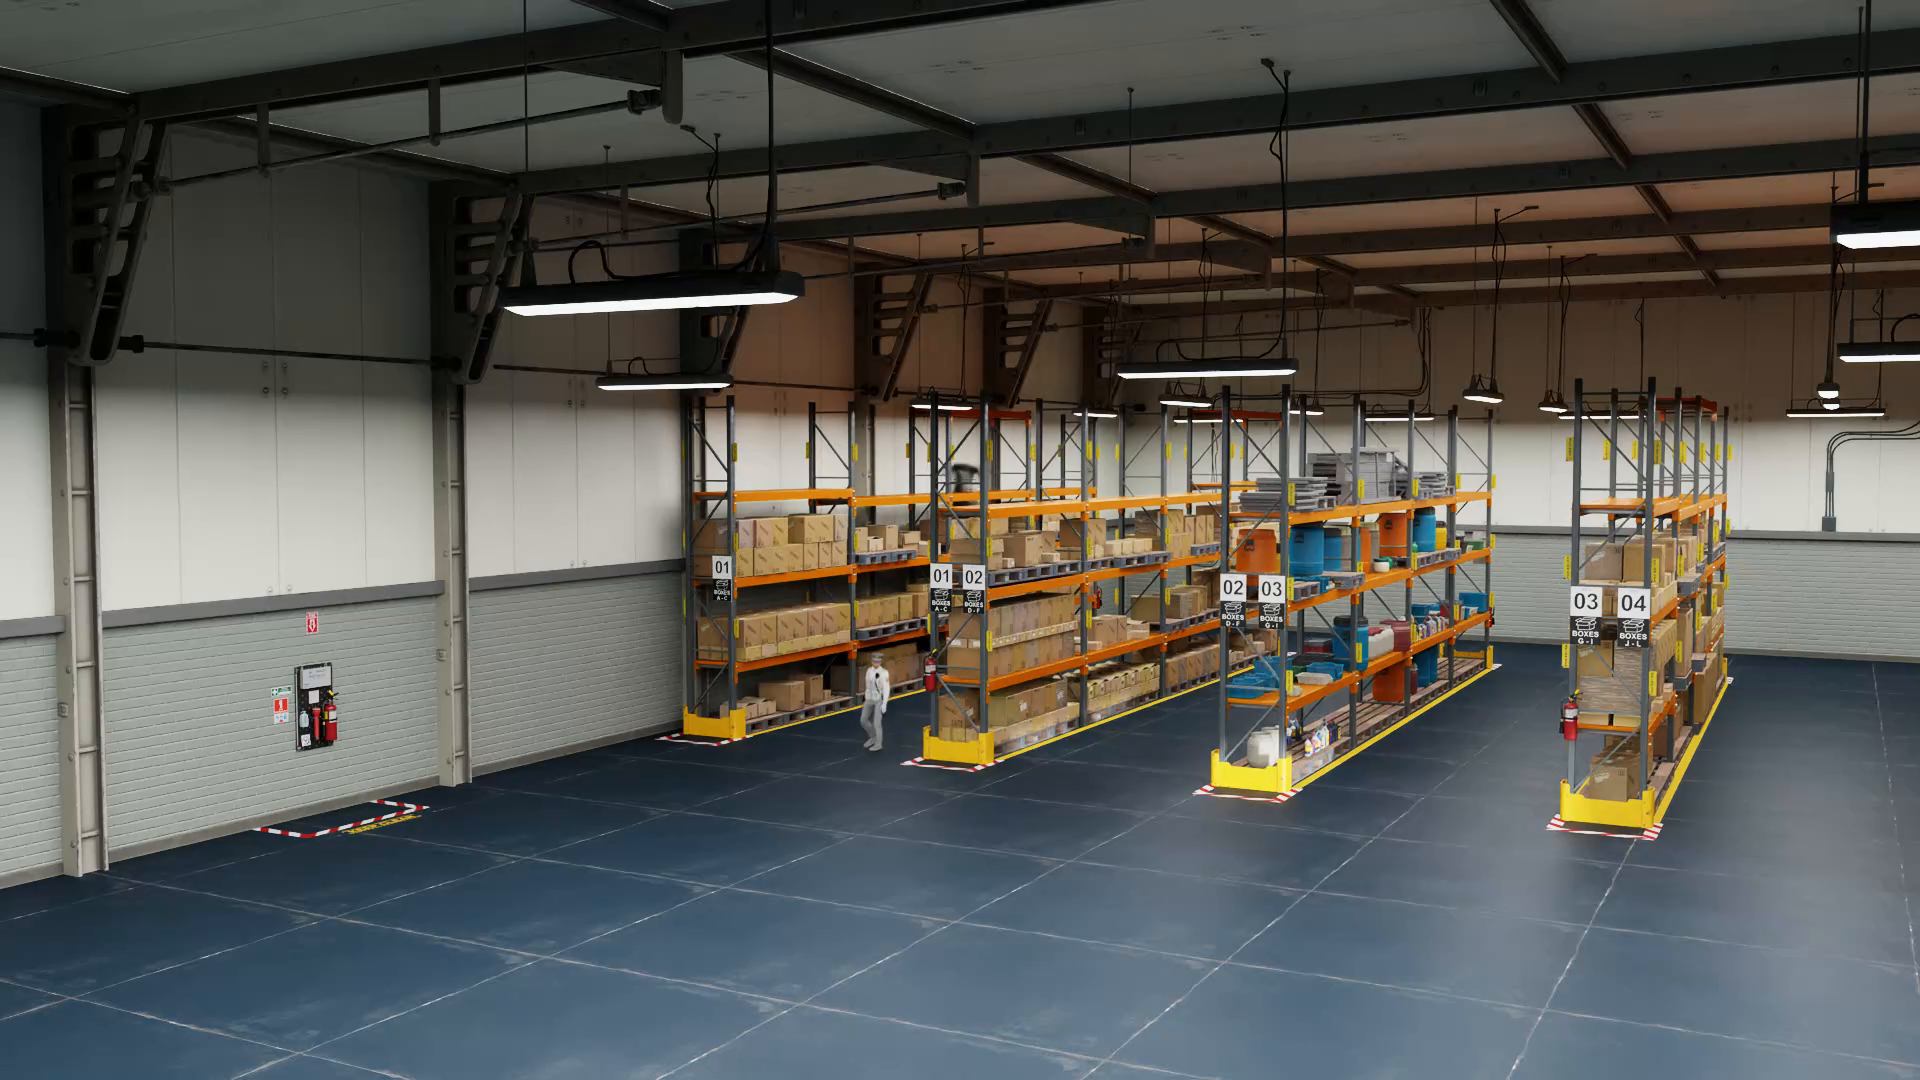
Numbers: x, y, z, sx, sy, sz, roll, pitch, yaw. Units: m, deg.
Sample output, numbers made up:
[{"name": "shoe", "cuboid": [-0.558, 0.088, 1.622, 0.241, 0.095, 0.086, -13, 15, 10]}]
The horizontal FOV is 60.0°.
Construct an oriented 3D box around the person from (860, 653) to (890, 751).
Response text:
[{"name": "person", "cuboid": [-1.411, 2.693, 27.764, 0.597, 1.646, 0.405, 2, 4, 35]}]
